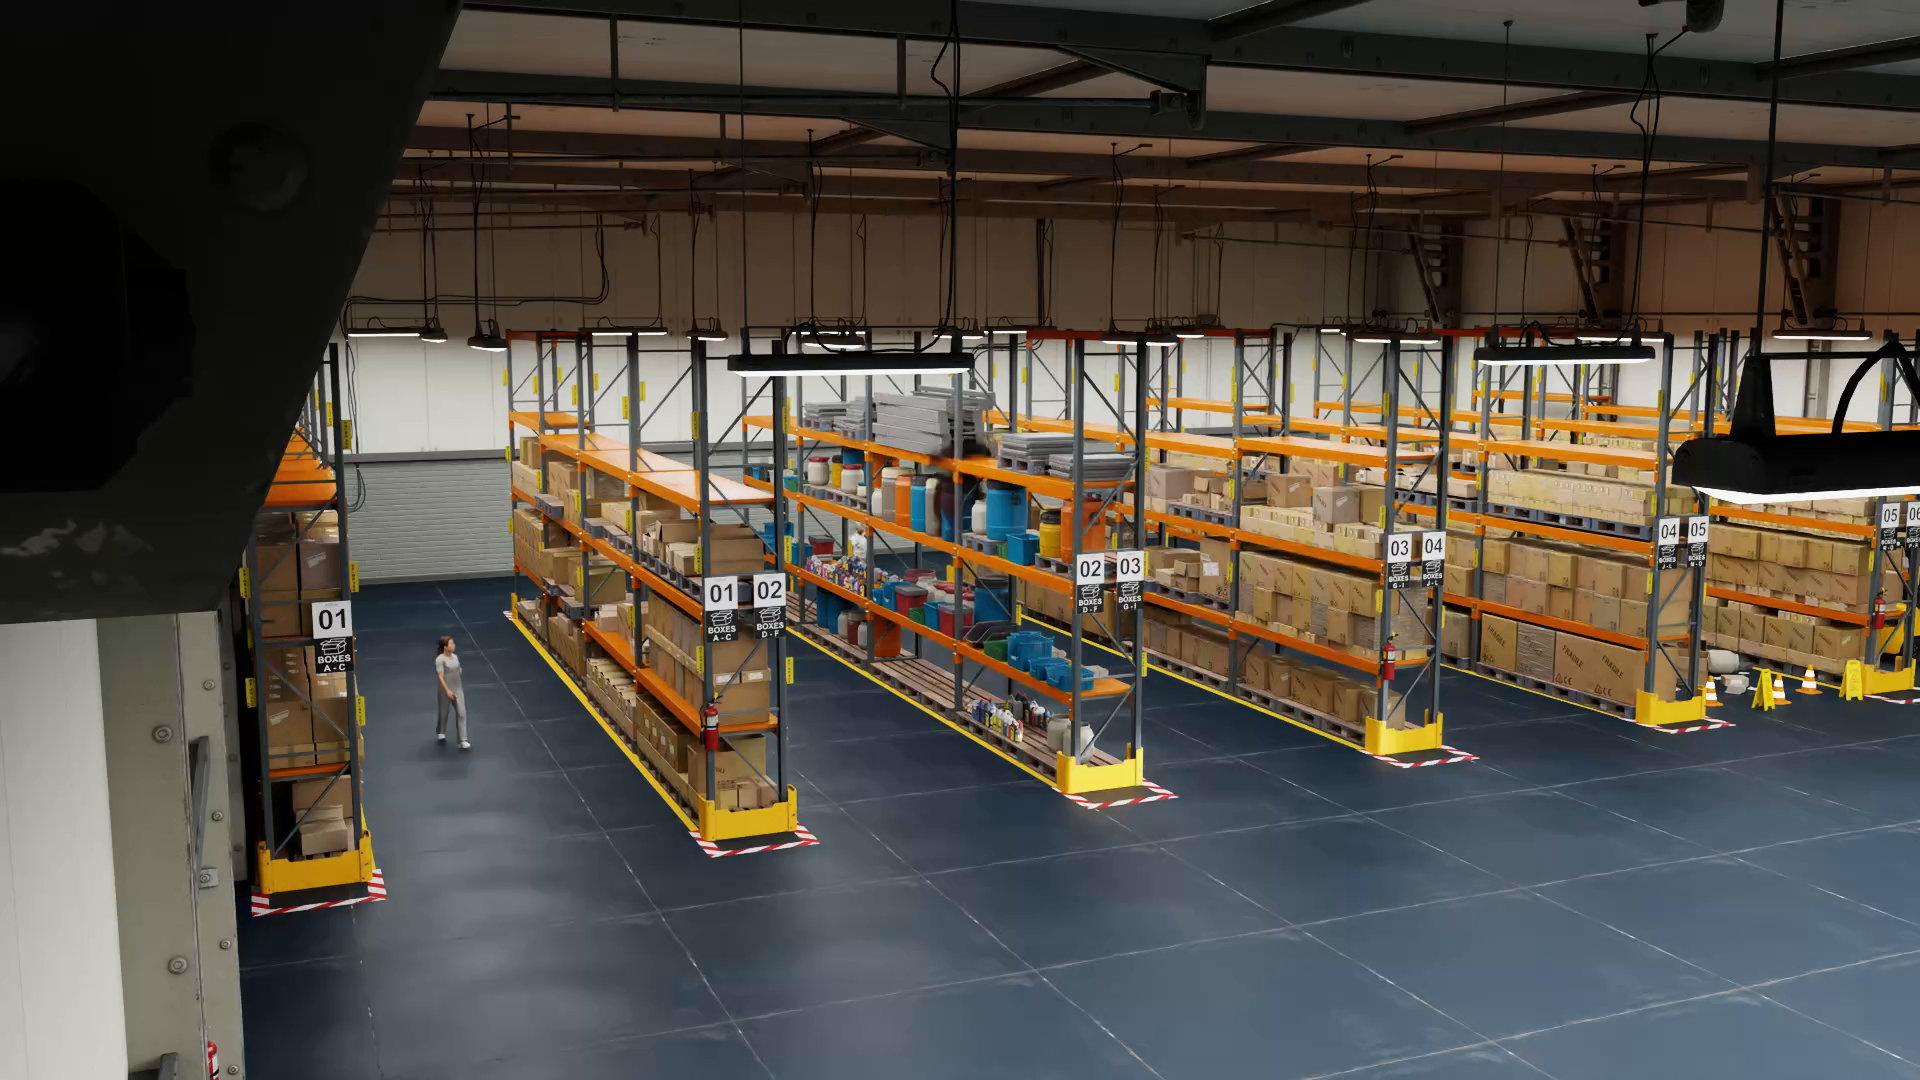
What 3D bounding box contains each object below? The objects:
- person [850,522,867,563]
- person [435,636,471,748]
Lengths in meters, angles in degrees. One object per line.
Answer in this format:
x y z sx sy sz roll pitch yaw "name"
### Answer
-2.219 0.424 37.496 0.572 1.669 0.514 4 9 29 "person"
-7.481 2.216 24.382 0.394 1.625 1.006 -4 9 -30 "person"
